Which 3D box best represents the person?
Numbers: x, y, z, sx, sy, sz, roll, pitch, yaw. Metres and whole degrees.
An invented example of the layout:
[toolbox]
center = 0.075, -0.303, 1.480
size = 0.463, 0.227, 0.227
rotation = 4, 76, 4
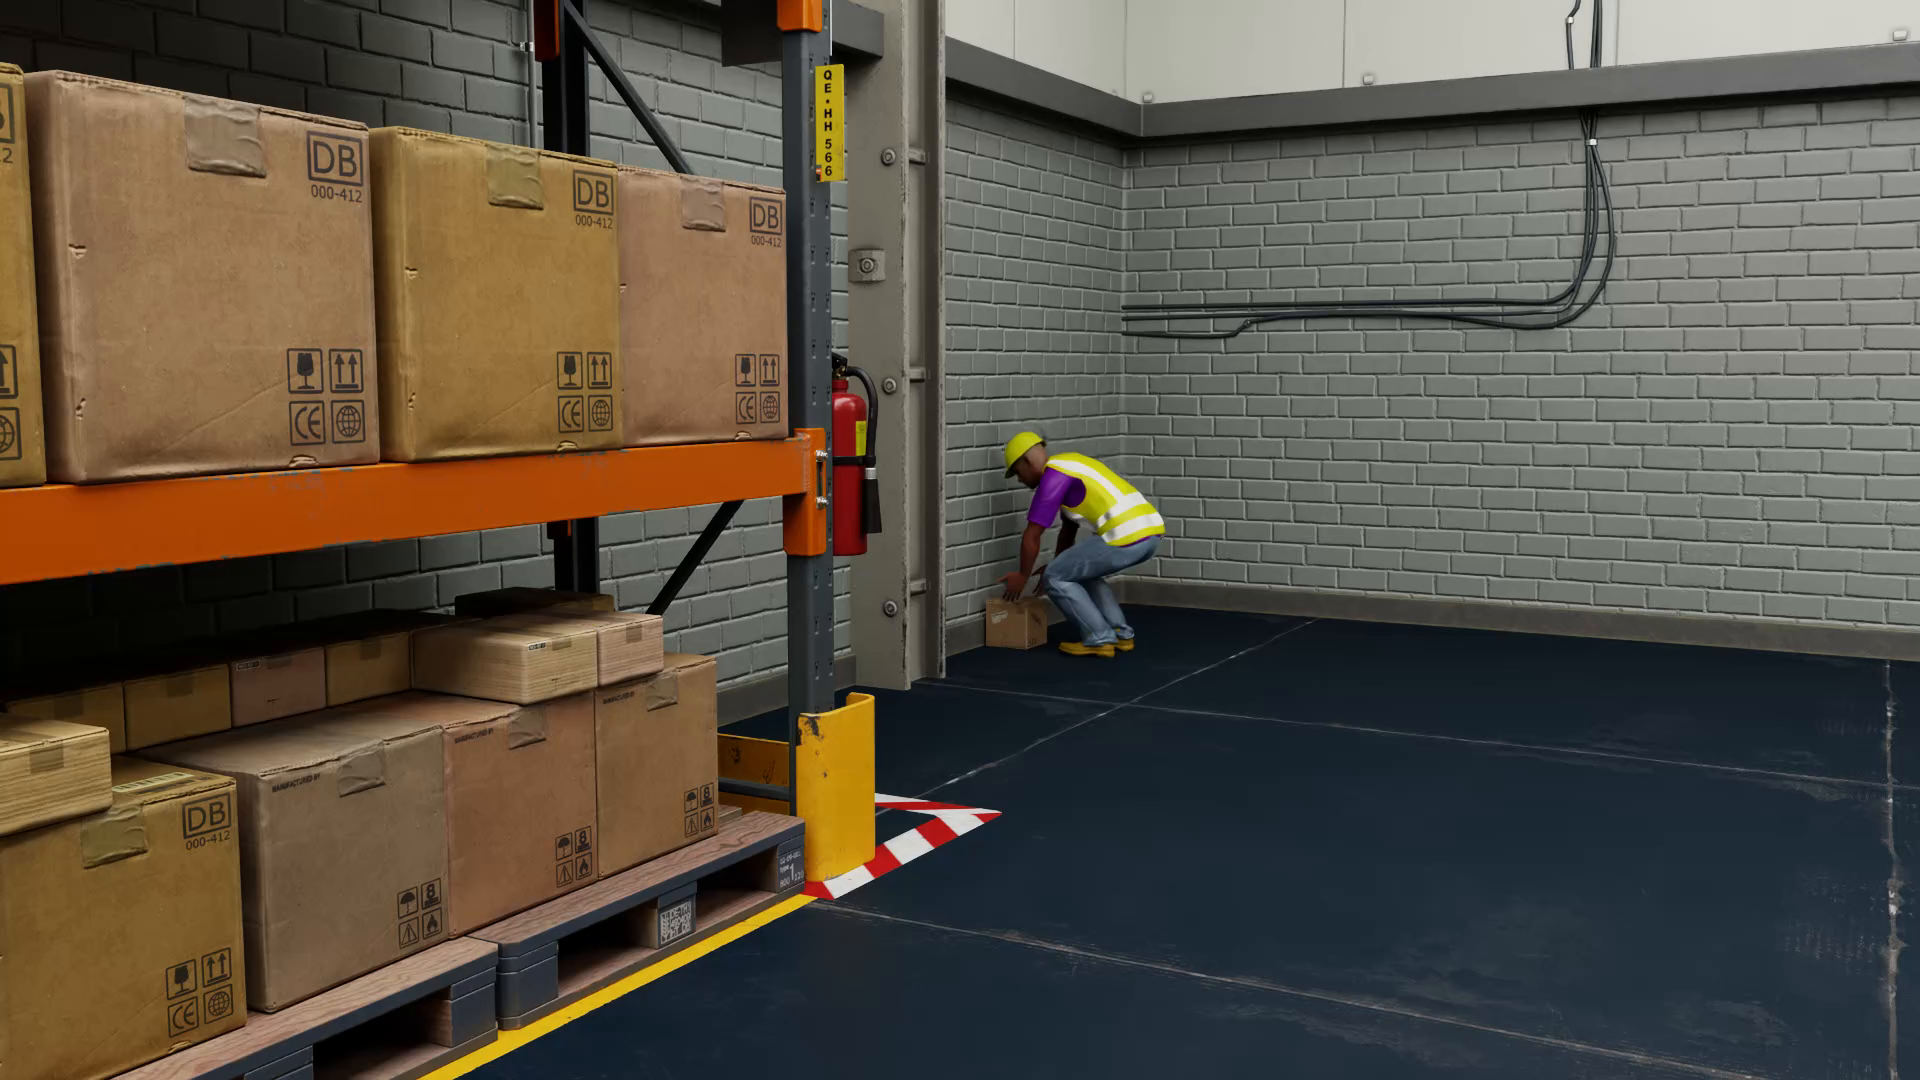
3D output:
[person]
center = 0.631, 0.018, 8.795
size = 0.856, 1.165, 0.615
rotation = 3, 7, 28
